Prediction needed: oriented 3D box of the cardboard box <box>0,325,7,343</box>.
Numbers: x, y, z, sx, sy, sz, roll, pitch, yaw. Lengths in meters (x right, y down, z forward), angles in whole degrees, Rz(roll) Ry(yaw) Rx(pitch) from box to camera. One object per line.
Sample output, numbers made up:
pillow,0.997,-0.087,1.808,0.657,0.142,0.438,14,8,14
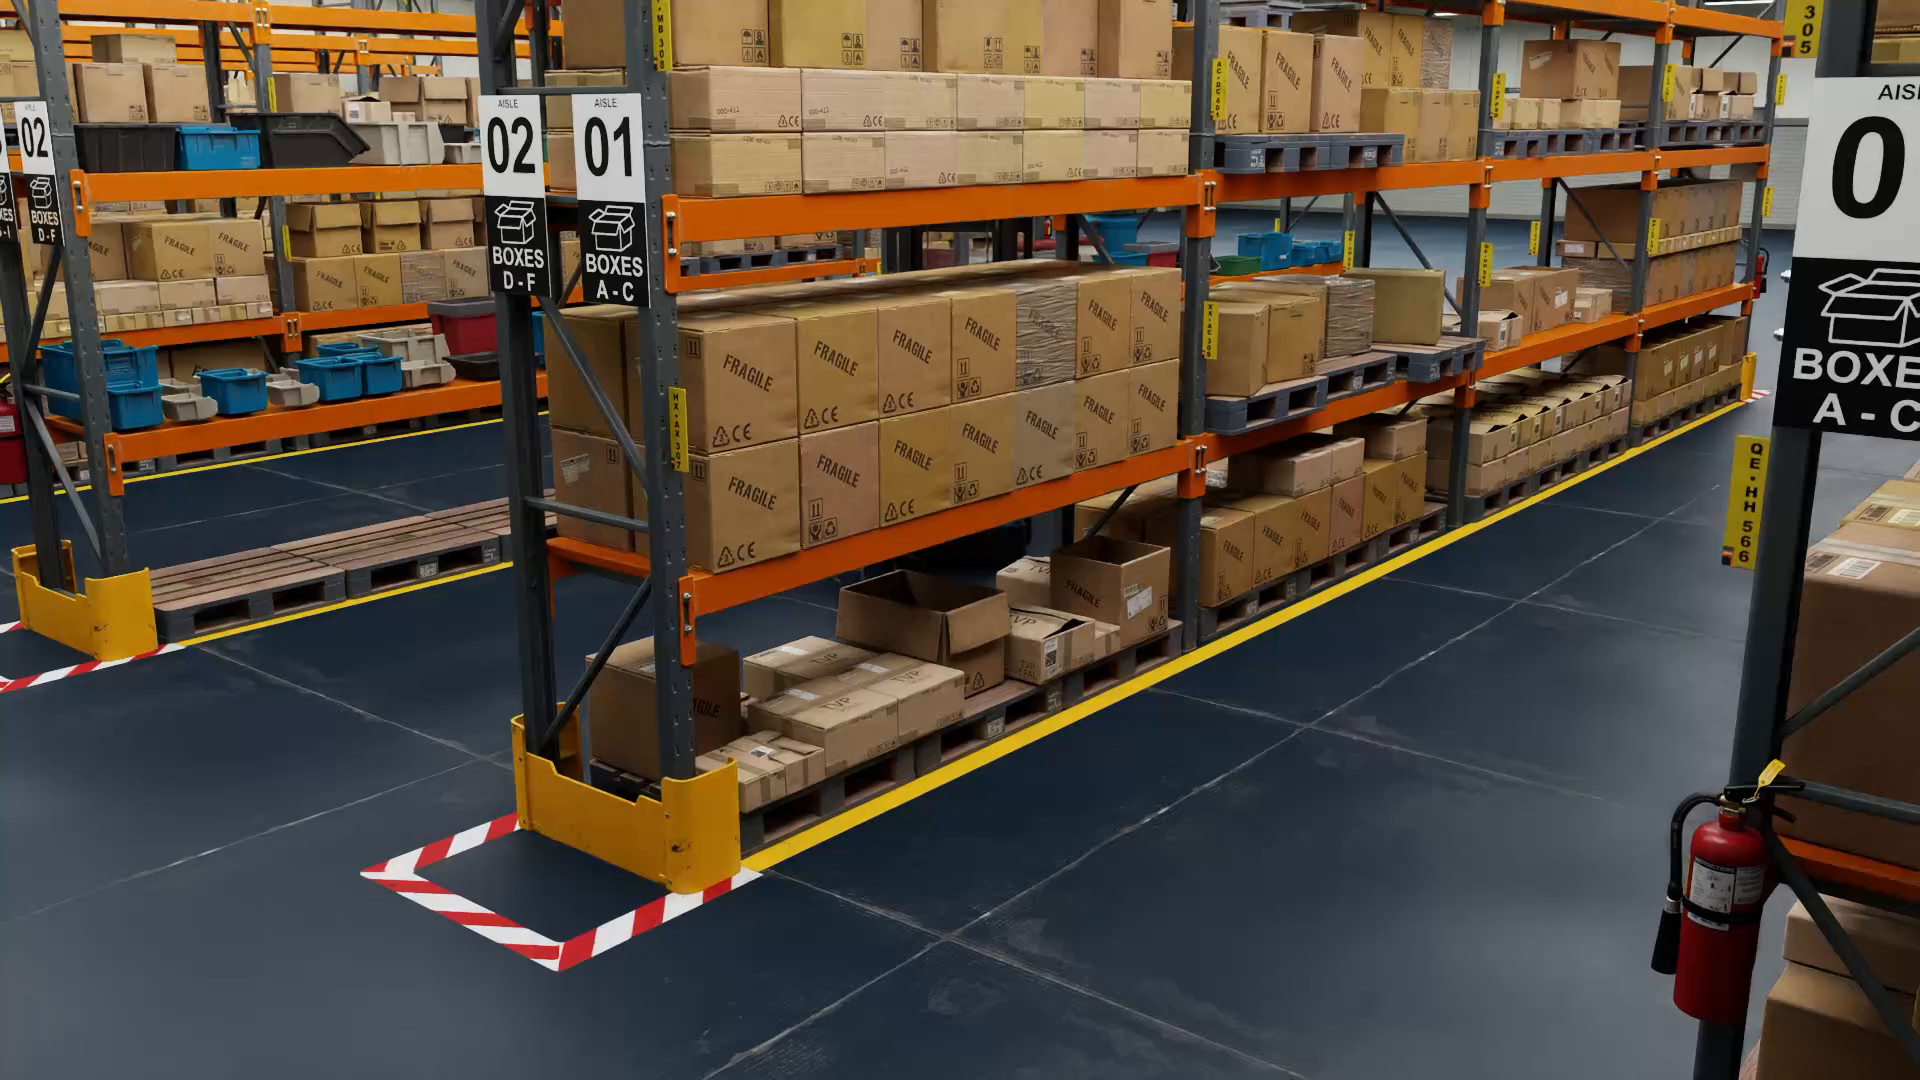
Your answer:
cardboard box,-8.096,-1.718,13.804,0.380,0.149,0.250,11,18,36

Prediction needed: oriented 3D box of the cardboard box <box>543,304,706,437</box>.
cardboard box,-1.451,-0.753,7.261,0.500,0.500,0.500,11,18,37

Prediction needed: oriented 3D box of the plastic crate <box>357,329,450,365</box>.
plastic crate,-3.957,-1.333,11.897,0.437,0.282,0.530,11,18,38

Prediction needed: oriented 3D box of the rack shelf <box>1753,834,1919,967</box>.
rack shelf,3.595,0.639,5.475,1.077,0.370,4.000,11,18,38

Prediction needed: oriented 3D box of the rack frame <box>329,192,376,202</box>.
rack frame,-7.986,-3.945,22.059,1.000,3.000,0.127,11,18,38

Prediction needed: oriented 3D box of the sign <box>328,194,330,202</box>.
sign,-8.420,-4.591,22.252,0.100,0.325,0.005,11,18,38

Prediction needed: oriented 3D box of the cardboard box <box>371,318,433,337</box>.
cardboard box,-5.758,-1.863,17.325,1.225,0.875,0.875,10,18,36

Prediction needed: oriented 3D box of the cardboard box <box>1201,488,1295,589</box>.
cardboard box,1.817,-0.019,10.788,0.500,0.500,0.500,12,18,38

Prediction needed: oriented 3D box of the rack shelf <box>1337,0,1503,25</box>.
rack shelf,2.254,-3.606,10.816,1.077,0.370,4.000,11,18,38

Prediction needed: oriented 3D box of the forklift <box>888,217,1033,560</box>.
forklift,0.019,-1.589,12.924,1.130,2.935,3.031,1,14,3

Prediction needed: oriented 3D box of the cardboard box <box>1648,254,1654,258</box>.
cardboard box,6.502,-2.823,16.121,0.380,0.149,0.250,12,18,38

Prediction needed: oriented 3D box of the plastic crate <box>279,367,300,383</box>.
plastic crate,-4.475,-1.115,11.333,0.298,0.136,0.250,11,18,38

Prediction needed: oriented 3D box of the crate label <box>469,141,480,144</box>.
crate label,-3.386,-2.902,12.399,0.293,0.136,0.466,11,18,38

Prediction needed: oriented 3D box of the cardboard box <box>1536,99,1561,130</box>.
cardboard box,4.776,-3.618,14.133,0.500,0.250,0.500,9,17,33

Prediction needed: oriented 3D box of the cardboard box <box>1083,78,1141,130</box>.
cardboard box,0.586,-2.251,8.590,0.500,0.250,0.500,11,18,38

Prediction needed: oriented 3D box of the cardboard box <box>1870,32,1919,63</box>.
cardboard box,2.592,-1.141,4.177,0.500,0.250,0.500,12,19,39

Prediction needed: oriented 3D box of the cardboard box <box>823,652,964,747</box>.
cardboard box,-0.326,0.776,8.169,0.500,0.250,0.500,11,18,38

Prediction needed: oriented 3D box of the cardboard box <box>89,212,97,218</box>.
cardboard box,-12.632,-4.529,23.648,0.500,0.250,0.500,11,18,36

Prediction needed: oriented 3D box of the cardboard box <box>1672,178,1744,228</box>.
cardboard box,8.202,-3.736,18.399,0.700,0.500,0.500,11,18,38

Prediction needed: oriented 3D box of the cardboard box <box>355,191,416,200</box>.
cardboard box,-7.696,-4.562,22.256,0.700,0.500,0.500,11,18,37

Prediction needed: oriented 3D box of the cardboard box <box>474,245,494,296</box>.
cardboard box,-4.951,-2.879,17.661,0.500,0.500,0.500,11,18,36

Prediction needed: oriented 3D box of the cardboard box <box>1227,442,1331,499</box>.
cardboard box,2.119,-0.470,11.040,0.500,0.250,0.500,11,18,38

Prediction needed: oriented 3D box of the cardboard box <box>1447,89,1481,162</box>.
cardboard box,3.263,-3.038,12.193,0.910,0.500,0.500,11,18,38

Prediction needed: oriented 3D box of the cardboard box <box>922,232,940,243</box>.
cardboard box,-0.769,-4.395,23.023,0.875,0.500,0.500,11,18,38

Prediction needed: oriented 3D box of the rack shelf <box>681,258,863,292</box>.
rack shelf,-2.935,-3.192,20.558,1.077,0.370,4.000,11,18,38

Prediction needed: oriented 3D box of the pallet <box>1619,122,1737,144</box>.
pallet,7.308,-4.201,17.156,1.003,0.211,1.213,11,18,38

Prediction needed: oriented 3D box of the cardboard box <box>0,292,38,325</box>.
cardboard box,-8.068,-1.944,13.882,0.500,0.250,0.500,11,18,36

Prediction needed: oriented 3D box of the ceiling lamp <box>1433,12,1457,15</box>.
ceiling lamp,13.995,-15.860,44.925,2.000,3.185,0.800,11,18,38

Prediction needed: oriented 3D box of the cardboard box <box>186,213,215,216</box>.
cardboard box,-9.412,-3.957,20.557,0.380,0.149,0.250,11,18,37

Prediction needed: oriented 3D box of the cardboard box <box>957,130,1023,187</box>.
cardboard box,-0.050,-1.819,7.903,0.500,0.250,0.500,11,18,38

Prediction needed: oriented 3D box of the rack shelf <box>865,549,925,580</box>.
rack shelf,-0.554,-0.044,11.430,0.480,0.518,0.431,-10,17,-33

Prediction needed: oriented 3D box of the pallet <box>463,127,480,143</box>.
pallet,-5.256,-4.174,17.253,1.003,0.211,1.213,12,19,40

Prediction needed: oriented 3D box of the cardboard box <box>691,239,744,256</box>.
cardboard box,-2.960,-3.574,20.052,0.500,0.250,0.500,11,18,36

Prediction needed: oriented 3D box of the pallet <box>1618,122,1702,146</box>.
pallet,6.541,-3.968,16.240,1.003,0.211,1.213,11,18,38

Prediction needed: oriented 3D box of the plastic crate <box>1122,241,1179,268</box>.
plastic crate,2.108,-3.048,18.401,0.402,0.464,0.583,11,18,38

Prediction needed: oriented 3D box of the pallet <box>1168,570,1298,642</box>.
pallet,1.479,0.332,10.888,1.003,0.211,1.213,11,18,38

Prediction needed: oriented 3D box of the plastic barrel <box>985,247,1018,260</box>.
plastic barrel,0.406,-2.756,17.154,0.421,0.512,0.421,0,14,0

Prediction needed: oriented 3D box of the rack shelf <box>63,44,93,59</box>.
rack shelf,-13.157,-6.674,22.890,1.077,0.370,4.000,11,18,38

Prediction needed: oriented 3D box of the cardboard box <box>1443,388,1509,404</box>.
cardboard box,4.606,-1.198,14.838,0.500,0.311,0.500,12,18,39

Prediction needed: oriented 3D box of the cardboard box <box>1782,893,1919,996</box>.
cardboard box,2.639,1.165,4.851,0.380,0.149,0.250,11,18,37

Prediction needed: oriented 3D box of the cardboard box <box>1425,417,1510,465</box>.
cardboard box,4.069,-0.822,13.358,0.500,0.311,0.500,12,19,39

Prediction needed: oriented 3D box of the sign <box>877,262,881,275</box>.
sign,-0.772,-2.554,16.254,0.100,0.325,0.005,11,18,38

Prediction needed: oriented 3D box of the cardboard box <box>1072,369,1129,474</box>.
cardboard box,0.559,-0.672,8.974,0.500,0.500,0.500,12,18,39

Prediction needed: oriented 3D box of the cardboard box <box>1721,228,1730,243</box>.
cardboard box,8.123,-3.317,18.068,0.380,0.149,0.250,11,18,37

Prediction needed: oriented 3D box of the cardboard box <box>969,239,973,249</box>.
cardboard box,-0.043,-4.178,23.488,0.380,0.149,0.250,11,18,38

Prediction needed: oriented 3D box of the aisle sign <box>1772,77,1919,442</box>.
aisle sign,2.060,-0.619,3.687,0.394,0.787,0.004,11,18,38

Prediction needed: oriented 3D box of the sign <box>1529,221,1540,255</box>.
sign,5.592,-2.934,16.160,0.100,0.325,0.005,11,18,38

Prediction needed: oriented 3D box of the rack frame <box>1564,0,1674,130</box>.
rack frame,6.025,-5.298,15.201,1.000,3.000,0.127,11,18,38

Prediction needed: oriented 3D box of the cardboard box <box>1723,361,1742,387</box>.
cardboard box,8.432,-1.879,18.658,0.500,0.250,0.500,11,18,38

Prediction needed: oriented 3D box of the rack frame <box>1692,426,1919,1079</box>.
rack frame,2.338,0.674,3.879,1.000,3.000,0.127,11,18,38

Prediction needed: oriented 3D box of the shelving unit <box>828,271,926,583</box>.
shelving unit,-0.554,-0.736,11.254,0.503,2.100,0.431,-10,17,-33

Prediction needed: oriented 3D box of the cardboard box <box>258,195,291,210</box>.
cardboard box,-10.786,-5.342,25.898,0.500,0.500,0.500,12,18,38

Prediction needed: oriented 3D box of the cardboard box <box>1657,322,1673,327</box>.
cardboard box,7.412,-2.129,18.118,0.500,0.500,0.500,11,18,38

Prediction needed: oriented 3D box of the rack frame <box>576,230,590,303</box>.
rack frame,-4.192,-3.158,18.962,1.000,3.000,0.127,11,18,38

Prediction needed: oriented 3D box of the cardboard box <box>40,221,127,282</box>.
cardboard box,-7.845,-2.581,14.869,0.500,0.500,0.500,11,18,36

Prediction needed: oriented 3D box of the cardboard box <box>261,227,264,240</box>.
cardboard box,-8.752,-3.758,20.378,0.380,0.149,0.250,12,18,39
